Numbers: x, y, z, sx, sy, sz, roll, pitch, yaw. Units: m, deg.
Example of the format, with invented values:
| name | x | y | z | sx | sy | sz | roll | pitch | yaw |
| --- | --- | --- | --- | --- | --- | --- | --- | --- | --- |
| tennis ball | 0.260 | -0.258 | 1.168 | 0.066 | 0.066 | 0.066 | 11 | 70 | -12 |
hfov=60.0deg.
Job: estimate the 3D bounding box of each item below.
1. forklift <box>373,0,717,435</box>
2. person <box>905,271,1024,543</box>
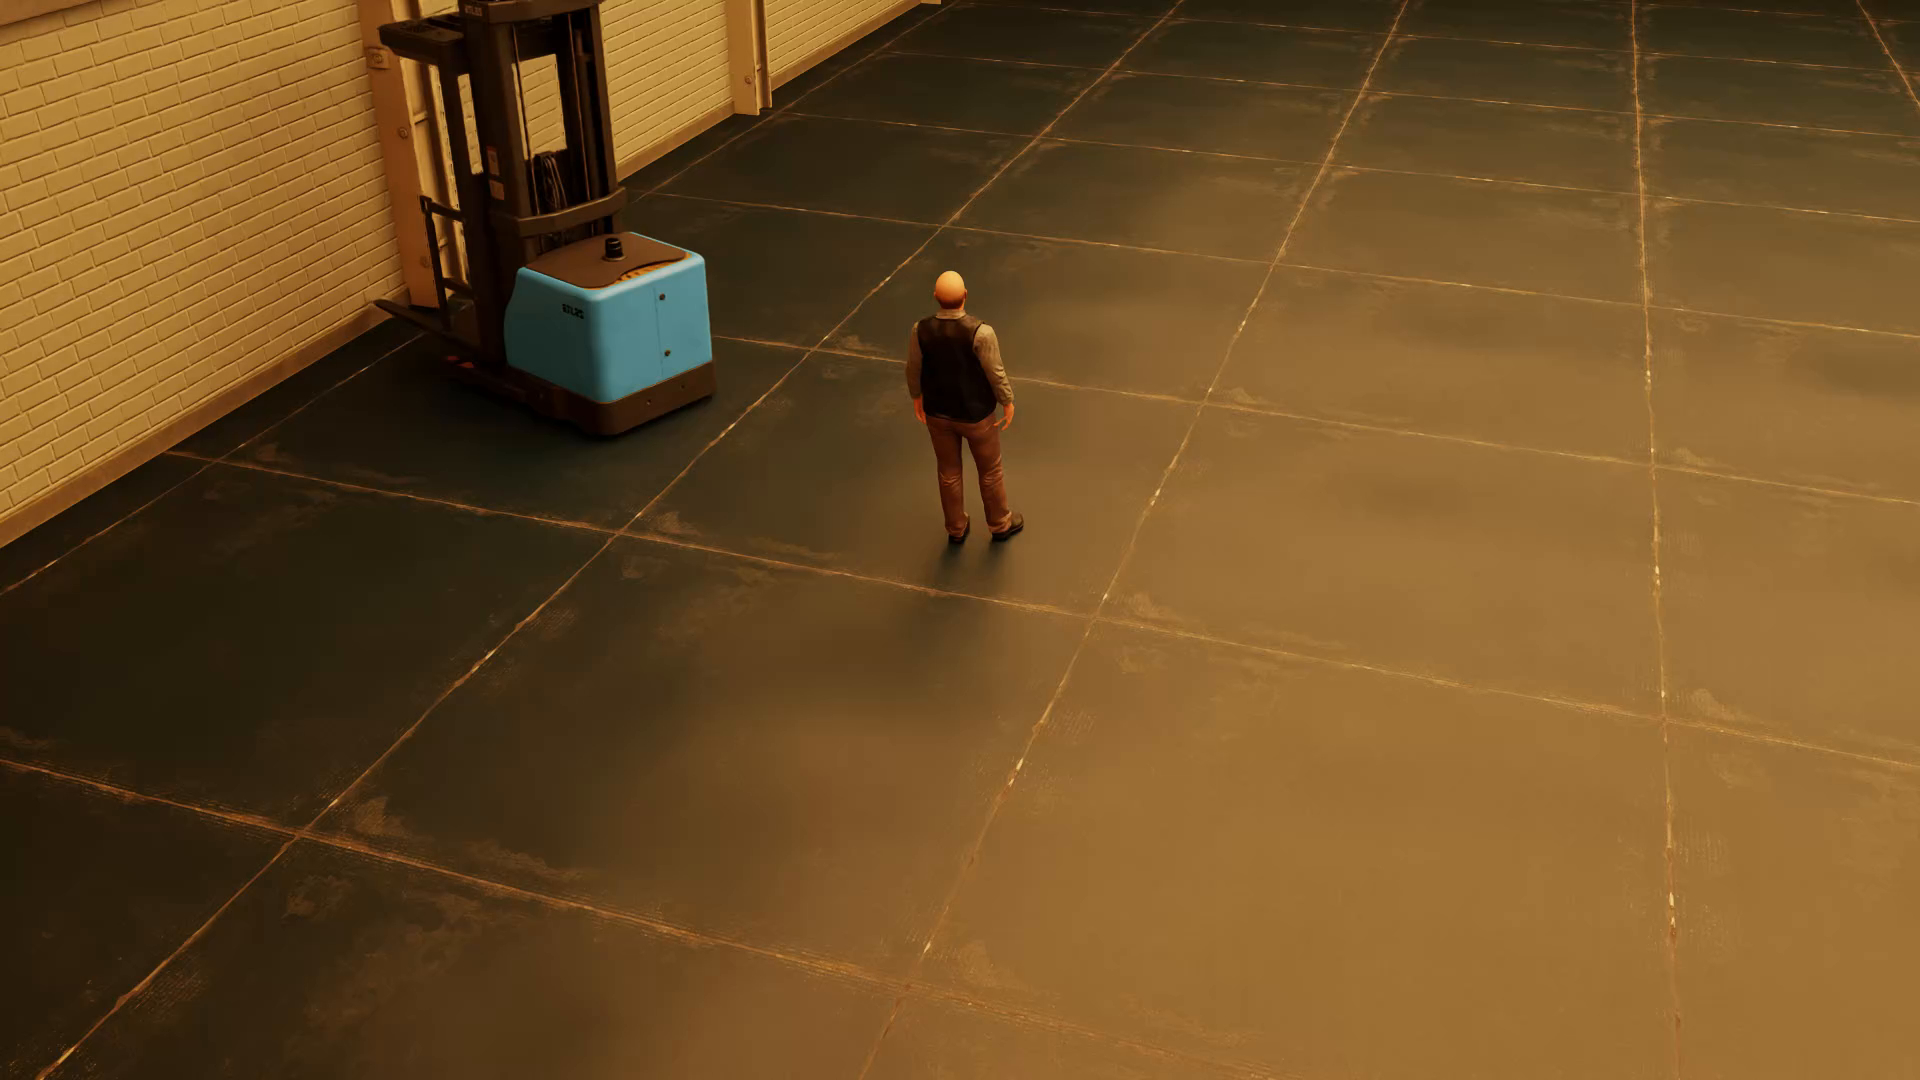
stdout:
| name | x | y | z | sx | sy | sz | roll | pitch | yaw |
| --- | --- | --- | --- | --- | --- | --- | --- | --- | --- |
| forklift | -3.182 | -2.573 | 11.651 | 3.031 | 2.935 | 1.130 | 23 | 37 | 34 |
| person | 0.027 | -0.782 | 9.716 | 0.633 | 1.722 | 0.566 | 10 | 31 | 16 |
